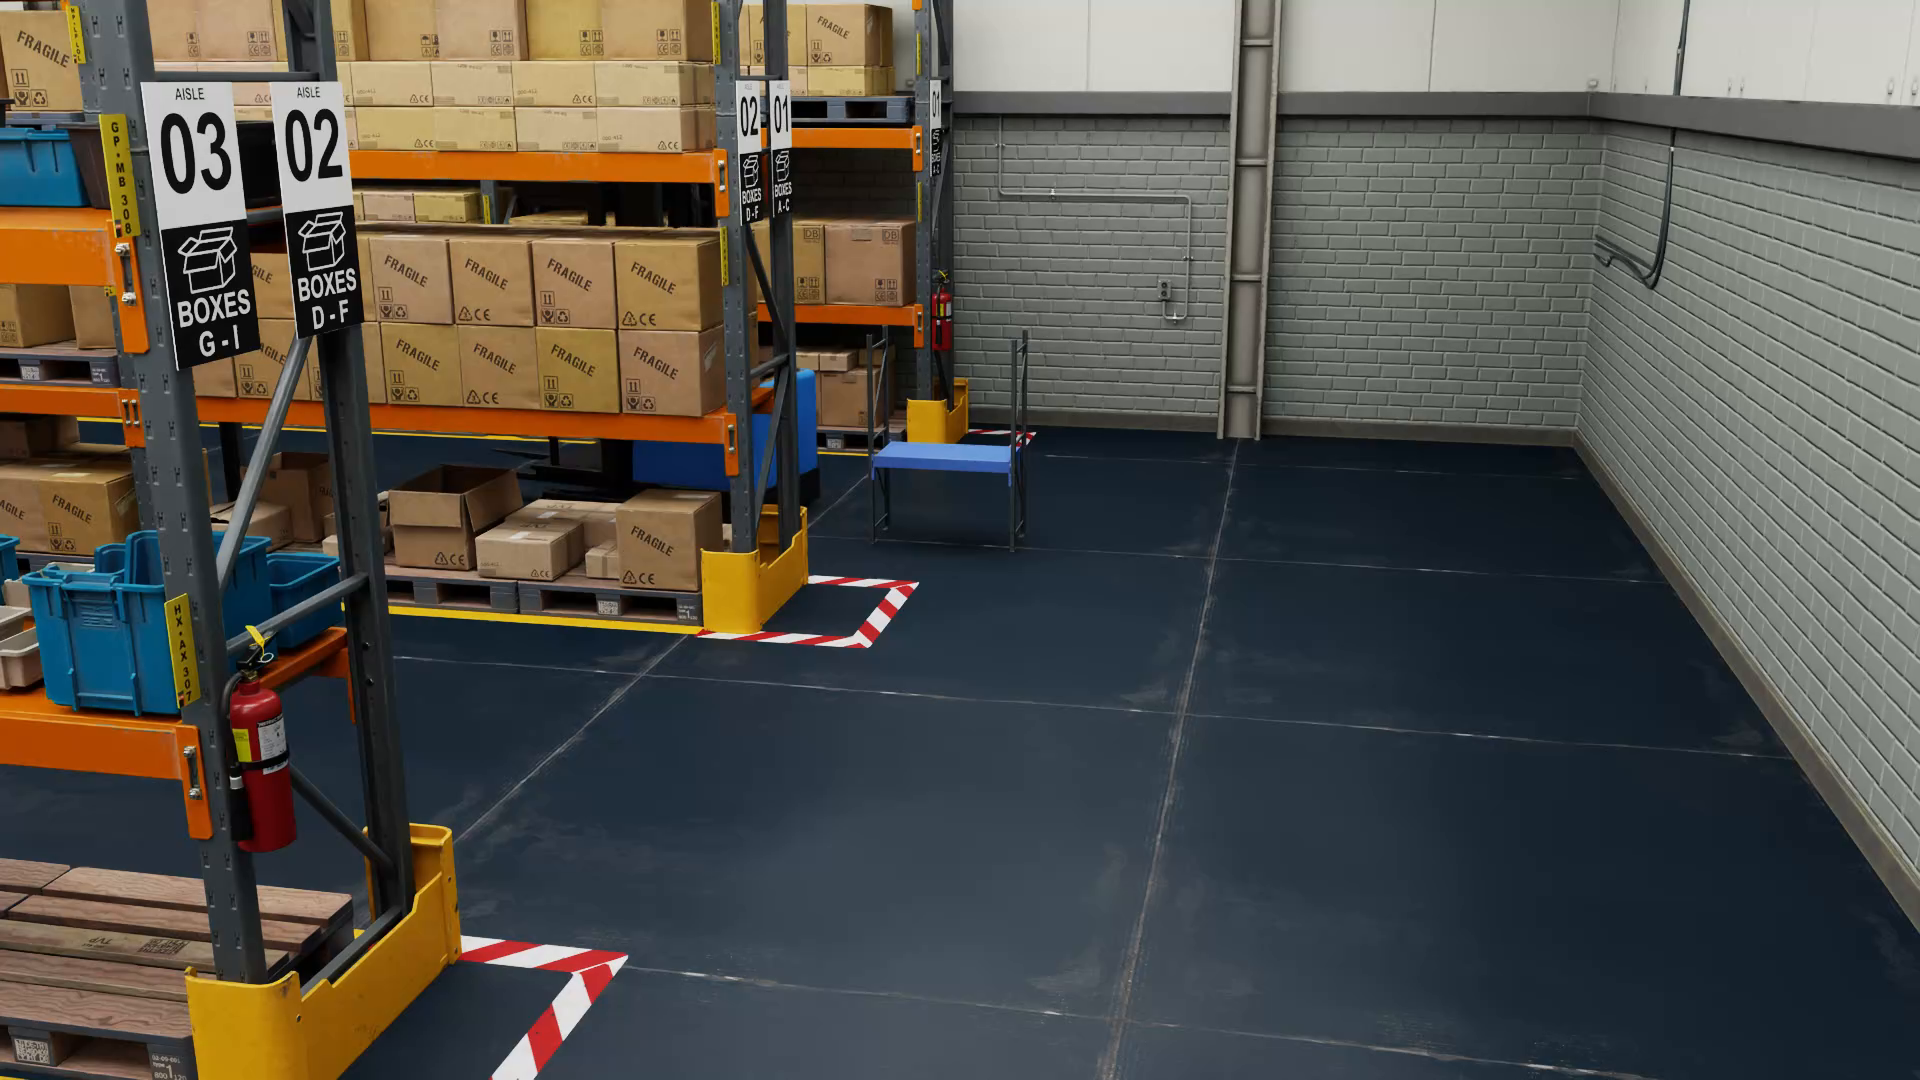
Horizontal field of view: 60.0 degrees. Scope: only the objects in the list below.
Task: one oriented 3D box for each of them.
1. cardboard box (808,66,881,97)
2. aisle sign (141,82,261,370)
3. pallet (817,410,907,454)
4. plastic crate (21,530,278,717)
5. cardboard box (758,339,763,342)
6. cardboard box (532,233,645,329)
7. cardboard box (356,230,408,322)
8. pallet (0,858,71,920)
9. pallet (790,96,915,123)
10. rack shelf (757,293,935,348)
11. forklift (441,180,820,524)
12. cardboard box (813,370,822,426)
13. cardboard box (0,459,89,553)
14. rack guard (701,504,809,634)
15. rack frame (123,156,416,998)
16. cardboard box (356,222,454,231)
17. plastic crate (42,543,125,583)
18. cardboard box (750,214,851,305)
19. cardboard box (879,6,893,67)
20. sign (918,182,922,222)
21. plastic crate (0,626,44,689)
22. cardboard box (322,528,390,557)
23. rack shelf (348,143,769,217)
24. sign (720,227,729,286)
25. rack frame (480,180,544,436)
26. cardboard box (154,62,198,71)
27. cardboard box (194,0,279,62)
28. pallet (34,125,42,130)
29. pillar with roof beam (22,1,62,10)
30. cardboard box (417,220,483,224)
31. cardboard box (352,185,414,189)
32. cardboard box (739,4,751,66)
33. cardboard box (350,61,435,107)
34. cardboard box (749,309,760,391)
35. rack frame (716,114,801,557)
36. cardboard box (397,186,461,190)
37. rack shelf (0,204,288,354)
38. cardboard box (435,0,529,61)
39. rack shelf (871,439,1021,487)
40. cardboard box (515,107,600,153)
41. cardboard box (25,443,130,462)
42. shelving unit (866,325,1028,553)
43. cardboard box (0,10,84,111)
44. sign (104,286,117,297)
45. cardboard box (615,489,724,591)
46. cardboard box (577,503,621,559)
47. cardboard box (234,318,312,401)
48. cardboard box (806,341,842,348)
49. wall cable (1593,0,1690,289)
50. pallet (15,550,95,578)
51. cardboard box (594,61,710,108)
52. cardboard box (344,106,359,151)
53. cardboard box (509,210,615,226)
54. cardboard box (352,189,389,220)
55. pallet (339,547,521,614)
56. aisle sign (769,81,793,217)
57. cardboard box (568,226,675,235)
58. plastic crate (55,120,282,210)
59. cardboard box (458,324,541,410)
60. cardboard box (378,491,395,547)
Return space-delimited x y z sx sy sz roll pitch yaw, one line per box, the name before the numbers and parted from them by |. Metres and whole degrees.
cardboard box | -0.987 -3.924 14.229 0.500 0.250 0.500 4 16 13
aisle sign | -2.178 -0.912 4.795 0.004 0.787 0.394 3 16 11
pallet | -1.016 -1.009 15.240 1.213 0.211 1.003 3 16 11
plastic crate | -2.556 0.246 5.308 0.499 0.435 0.616 3 16 11
cardboard box | -2.003 -1.765 15.426 0.250 0.149 0.380 3 16 12
cardboard box | -2.186 -1.543 9.885 0.500 0.500 0.500 4 16 13
cardboard box | -3.705 -1.624 10.177 0.500 0.500 0.500 3 16 9
pallet | -4.183 1.485 6.236 1.213 0.211 1.003 3 16 11
pallet | -0.945 -3.771 14.532 1.213 0.211 1.003 3 16 11
rack shelf | -2.176 -2.091 15.269 4.000 0.370 1.077 3 16 11
forklift | -2.652 -1.729 12.744 3.031 2.935 1.130 7 17 23
cardboard box | -1.413 -1.367 15.202 0.500 0.500 0.700 3 16 11
cardboard box | -6.143 -0.235 11.080 0.500 0.500 0.500 3 16 11
rack guard | -1.274 0.166 10.458 0.348 0.500 1.175 3 16 11
rack frame | -2.191 0.261 5.432 0.127 3.000 1.000 3 16 11
cardboard box | -3.576 -1.765 10.686 0.500 0.500 0.500 3 16 12
plastic crate | -3.012 0.178 5.932 0.300 0.233 0.416 3 16 11
cardboard box | -1.433 -2.536 14.966 0.700 0.700 0.980 3 16 11
cardboard box | -0.884 -4.418 14.607 0.500 0.500 0.500 2 16 9
sign | -0.338 -2.862 14.093 0.005 0.325 0.100 3 16 11
plastic crate | -3.026 0.363 5.445 0.243 0.136 0.396 3 16 11
cardboard box | -3.902 0.028 10.756 0.250 0.166 0.380 3 16 11
rack shelf | -3.160 -2.240 10.189 4.000 0.370 1.077 3 16 11
sign | -1.330 -1.601 9.393 0.005 0.325 0.100 3 16 11
rack frame | -4.136 -2.544 15.557 0.127 3.000 1.000 3 16 11
cardboard box | -4.693 -2.771 10.103 0.500 0.250 0.500 3 16 11
cardboard box | -4.174 -3.144 10.043 0.500 0.500 0.700 3 16 11
pallet | -6.762 -2.710 10.890 1.003 0.211 1.213 3 16 11
pillar with roof beam | -10.015 -4.817 12.525 0.400 9.000 9.100 3 16 11
cardboard box | -4.639 -2.704 15.352 0.500 0.500 0.500 3 16 10
cardboard box | -5.541 -3.251 15.921 0.500 0.250 0.500 3 16 9
cardboard box | -1.989 -4.339 14.320 0.500 0.500 0.500 2 16 9
cardboard box | -3.225 -2.689 9.806 0.500 0.250 0.500 3 16 11
cardboard box | -1.582 -1.176 10.430 0.500 0.500 0.500 3 16 12
rack frame | -1.200 -1.035 10.110 0.127 3.000 1.000 3 16 11
cardboard box | -5.049 -3.225 15.829 0.500 0.250 0.500 3 16 12
rack shelf | -4.150 -0.945 5.512 4.000 0.370 1.077 3 16 11
cardboard box | -2.691 -3.081 9.816 0.500 0.500 0.700 3 16 11
rack shelf | -0.084 -0.554 11.856 1.000 0.185 0.538 3 16 11
cardboard box | -2.244 -2.396 9.685 0.500 0.250 0.500 3 16 11
cardboard box | -6.070 -0.370 11.568 0.500 0.500 0.500 3 16 12
shelving unit | -0.084 -0.727 11.808 1.048 1.500 0.538 3 16 11
cardboard box | -5.599 -3.038 10.561 0.600 0.600 0.600 2 16 6
sign | -5.227 -1.660 10.198 0.005 0.325 0.100 3 16 11
cardboard box | -1.782 -0.007 10.256 0.500 0.500 0.500 3 16 11
cardboard box | -2.166 -0.052 10.886 0.500 0.250 0.500 3 16 11
cardboard box | -4.172 -1.171 10.414 0.500 0.500 0.500 3 16 12
cardboard box | -1.257 -1.725 15.281 0.250 0.149 0.380 3 16 11
wall cable | 5.255 -3.331 12.978 0.112 2.526 3.097 3 16 11
pallet | -5.924 0.063 11.371 1.213 0.211 1.003 3 16 11
cardboard box | -1.754 -2.610 9.520 0.500 0.250 0.500 3 16 11
cardboard box | -3.714 -2.476 9.973 0.500 0.250 0.500 3 16 11
cardboard box | -3.608 -2.655 15.397 0.700 0.700 0.980 3 16 12
cardboard box | -5.644 -3.121 15.454 0.500 0.250 0.500 3 16 12
pallet | -3.248 0.197 10.885 1.213 0.211 1.003 3 16 11
aisle sign | -1.074 -2.361 10.027 0.004 0.787 0.394 3 16 11
cardboard box | -2.096 -1.683 10.390 0.500 0.500 0.500 3 16 12
plastic crate | -2.512 -1.215 5.387 0.590 0.269 0.497 3 16 11
cardboard box | -2.690 -1.091 10.123 0.500 0.500 0.500 3 16 12
cardboard box | -3.770 -0.168 11.192 0.500 0.311 0.500 3 16 11
